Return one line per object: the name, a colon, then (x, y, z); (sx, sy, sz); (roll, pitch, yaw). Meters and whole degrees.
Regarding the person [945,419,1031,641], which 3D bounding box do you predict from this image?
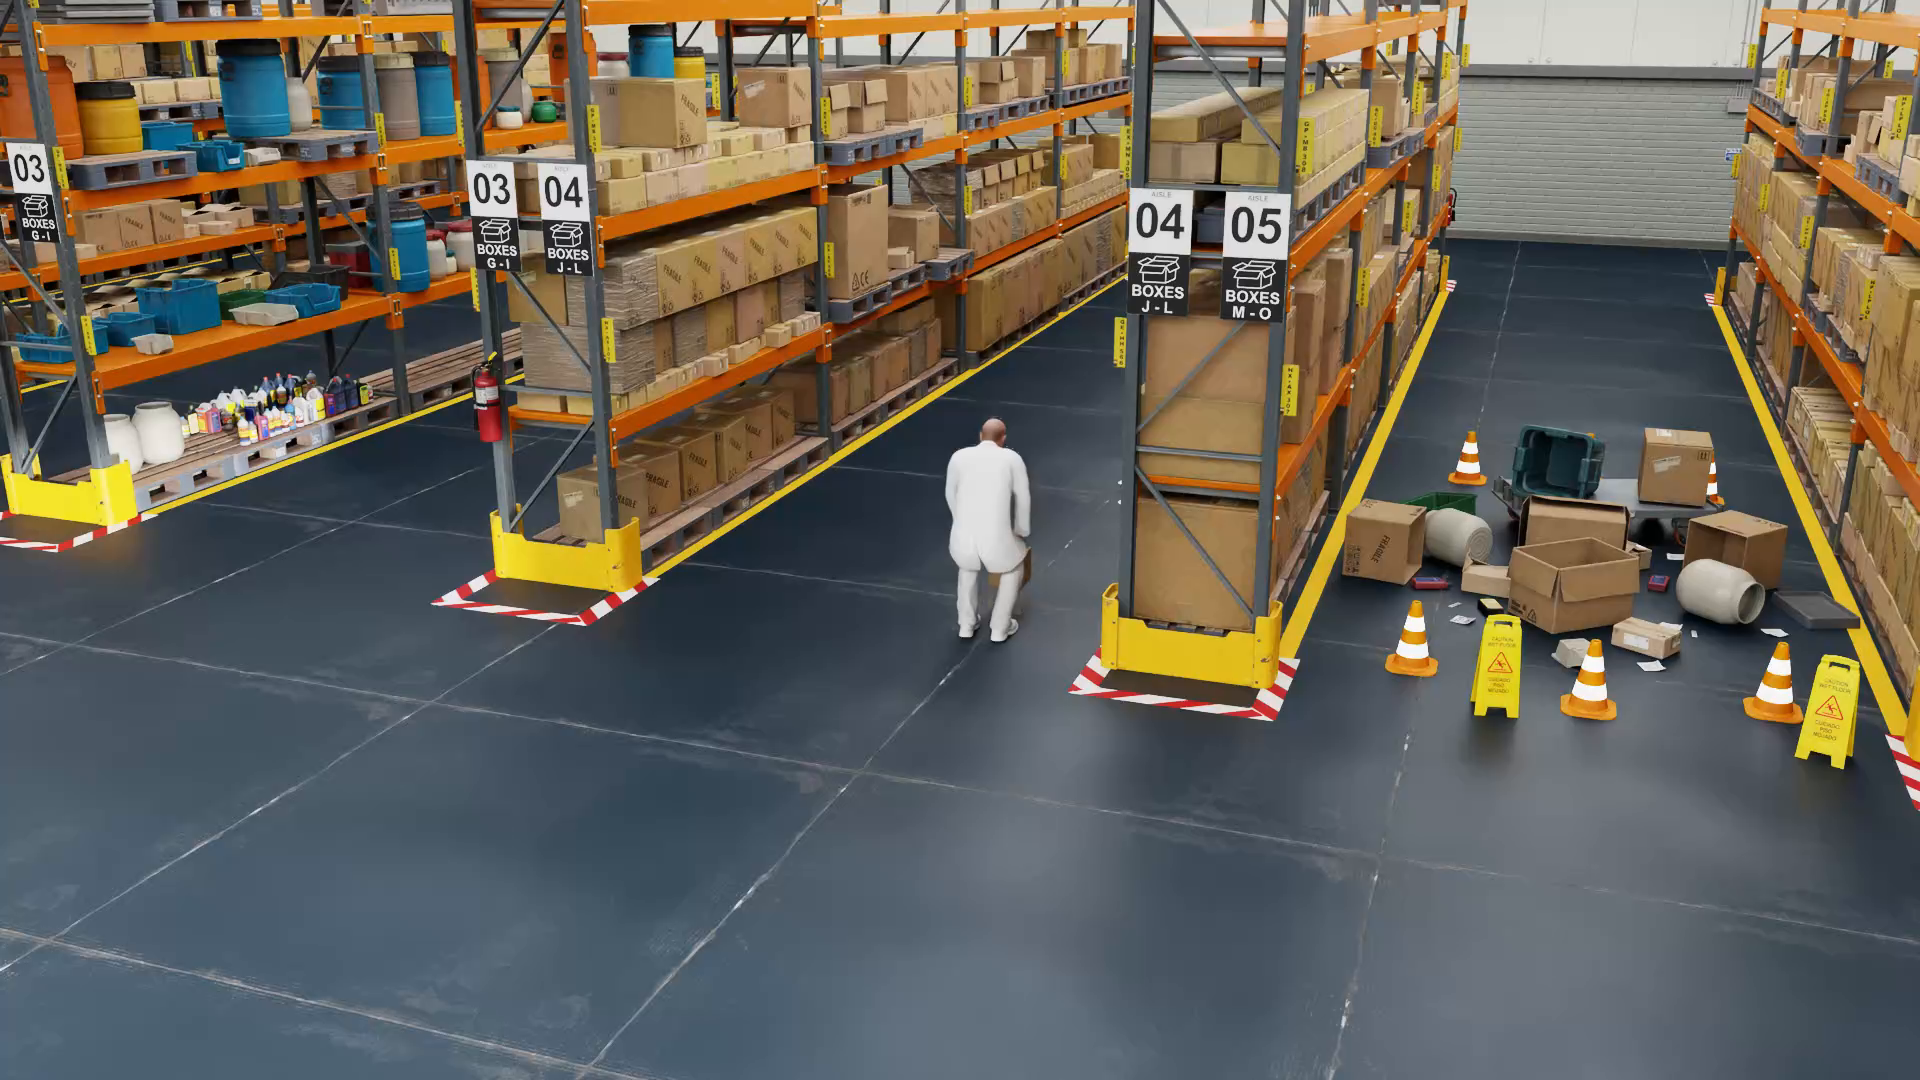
person: (0.173, -0.067, 11.718); (0.628, 1.511, 0.658); (6, 19, 19)
